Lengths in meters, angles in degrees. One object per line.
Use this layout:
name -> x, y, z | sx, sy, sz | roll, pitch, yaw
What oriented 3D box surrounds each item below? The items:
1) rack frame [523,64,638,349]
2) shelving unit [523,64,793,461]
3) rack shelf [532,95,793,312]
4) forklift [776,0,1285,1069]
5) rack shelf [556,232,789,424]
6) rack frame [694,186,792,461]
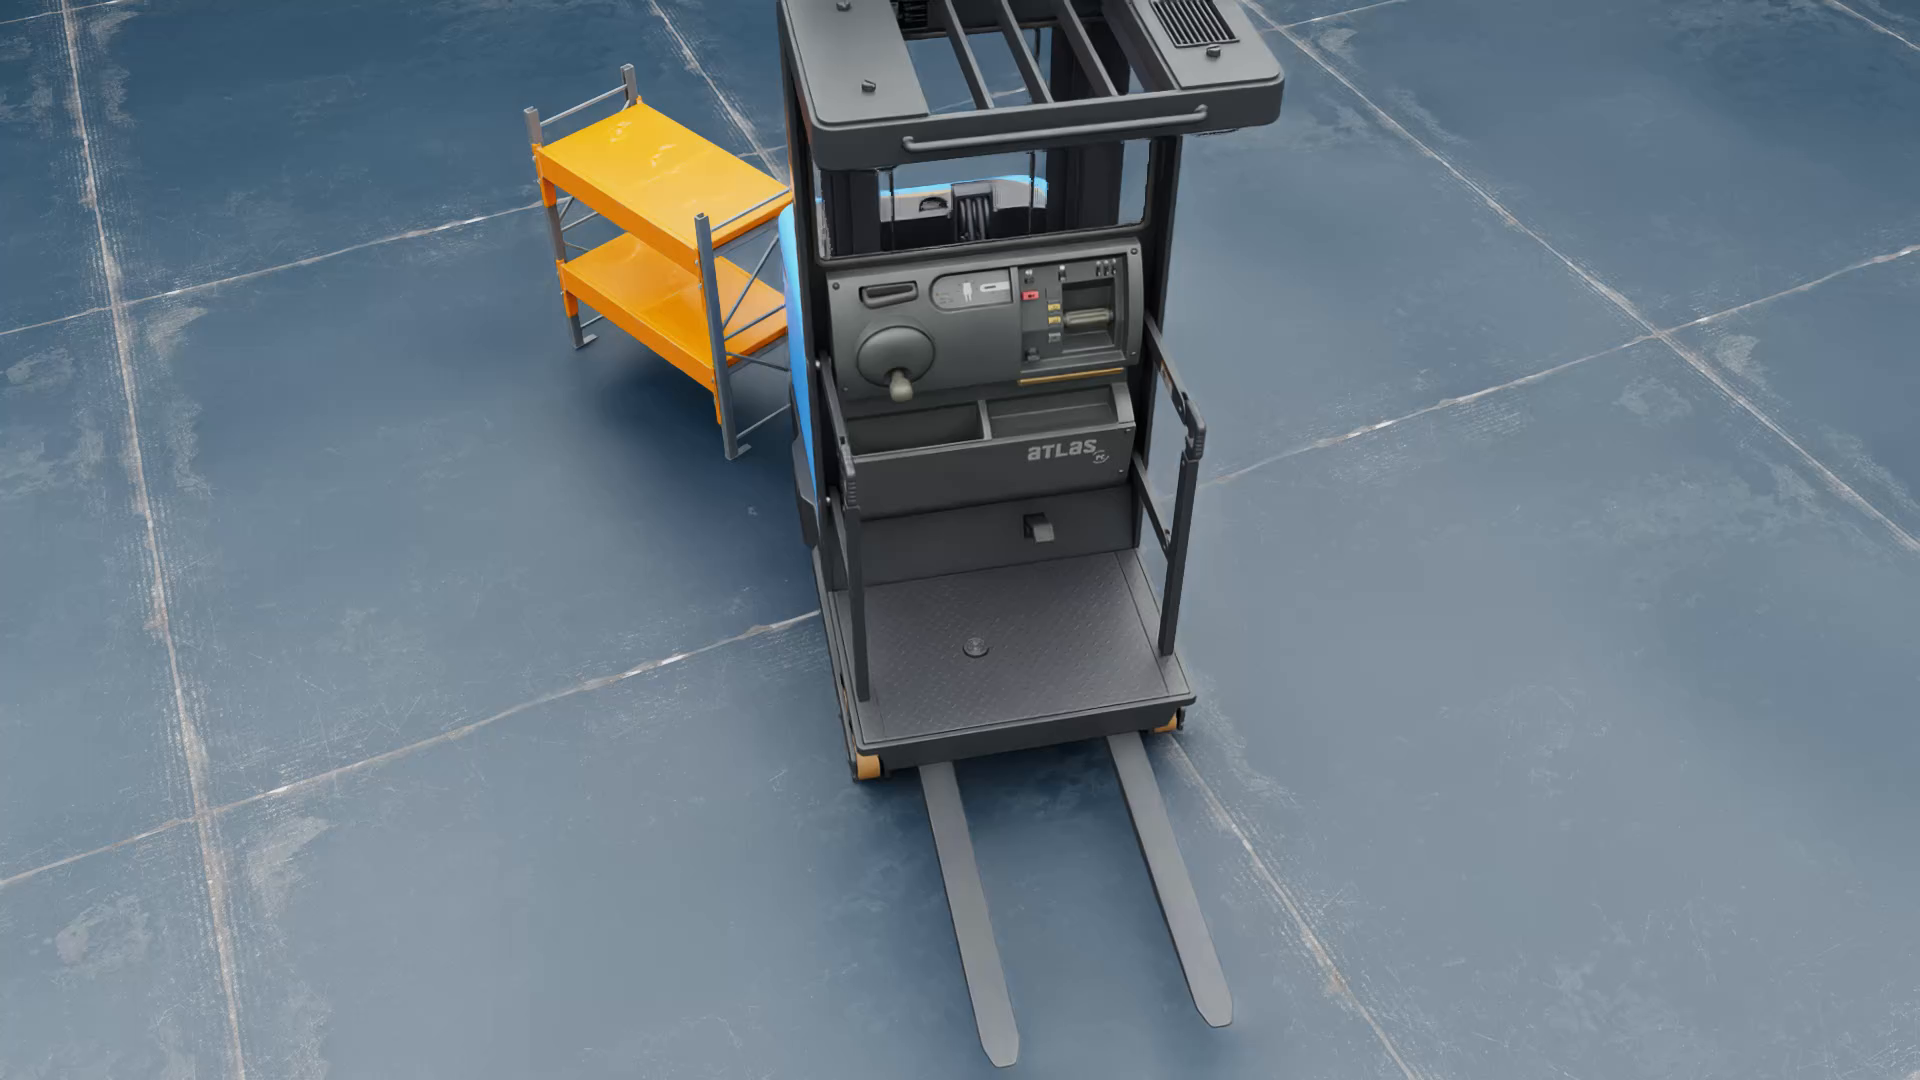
rack frame -> -1.468, -1.344, 6.811 | 0.032, 1.125, 0.500 | 35, 54, 30
shelving unit -> -1.105, -1.094, 6.558 | 1.048, 1.125, 0.538 | 35, 54, 30
rack shelf -> -1.105, -1.303, 6.353 | 1.000, 0.278, 0.538 | 35, 54, 30
forklift -> 0.127, -0.548, 4.718 | 1.130, 2.935, 3.031 | -8, 45, -8
rack shelf -> -1.105, -0.920, 6.730 | 1.000, 0.278, 0.538 | 35, 54, 30
rack frame -> -0.742, -0.844, 6.305 | 0.032, 1.125, 0.500 | 35, 54, 30
